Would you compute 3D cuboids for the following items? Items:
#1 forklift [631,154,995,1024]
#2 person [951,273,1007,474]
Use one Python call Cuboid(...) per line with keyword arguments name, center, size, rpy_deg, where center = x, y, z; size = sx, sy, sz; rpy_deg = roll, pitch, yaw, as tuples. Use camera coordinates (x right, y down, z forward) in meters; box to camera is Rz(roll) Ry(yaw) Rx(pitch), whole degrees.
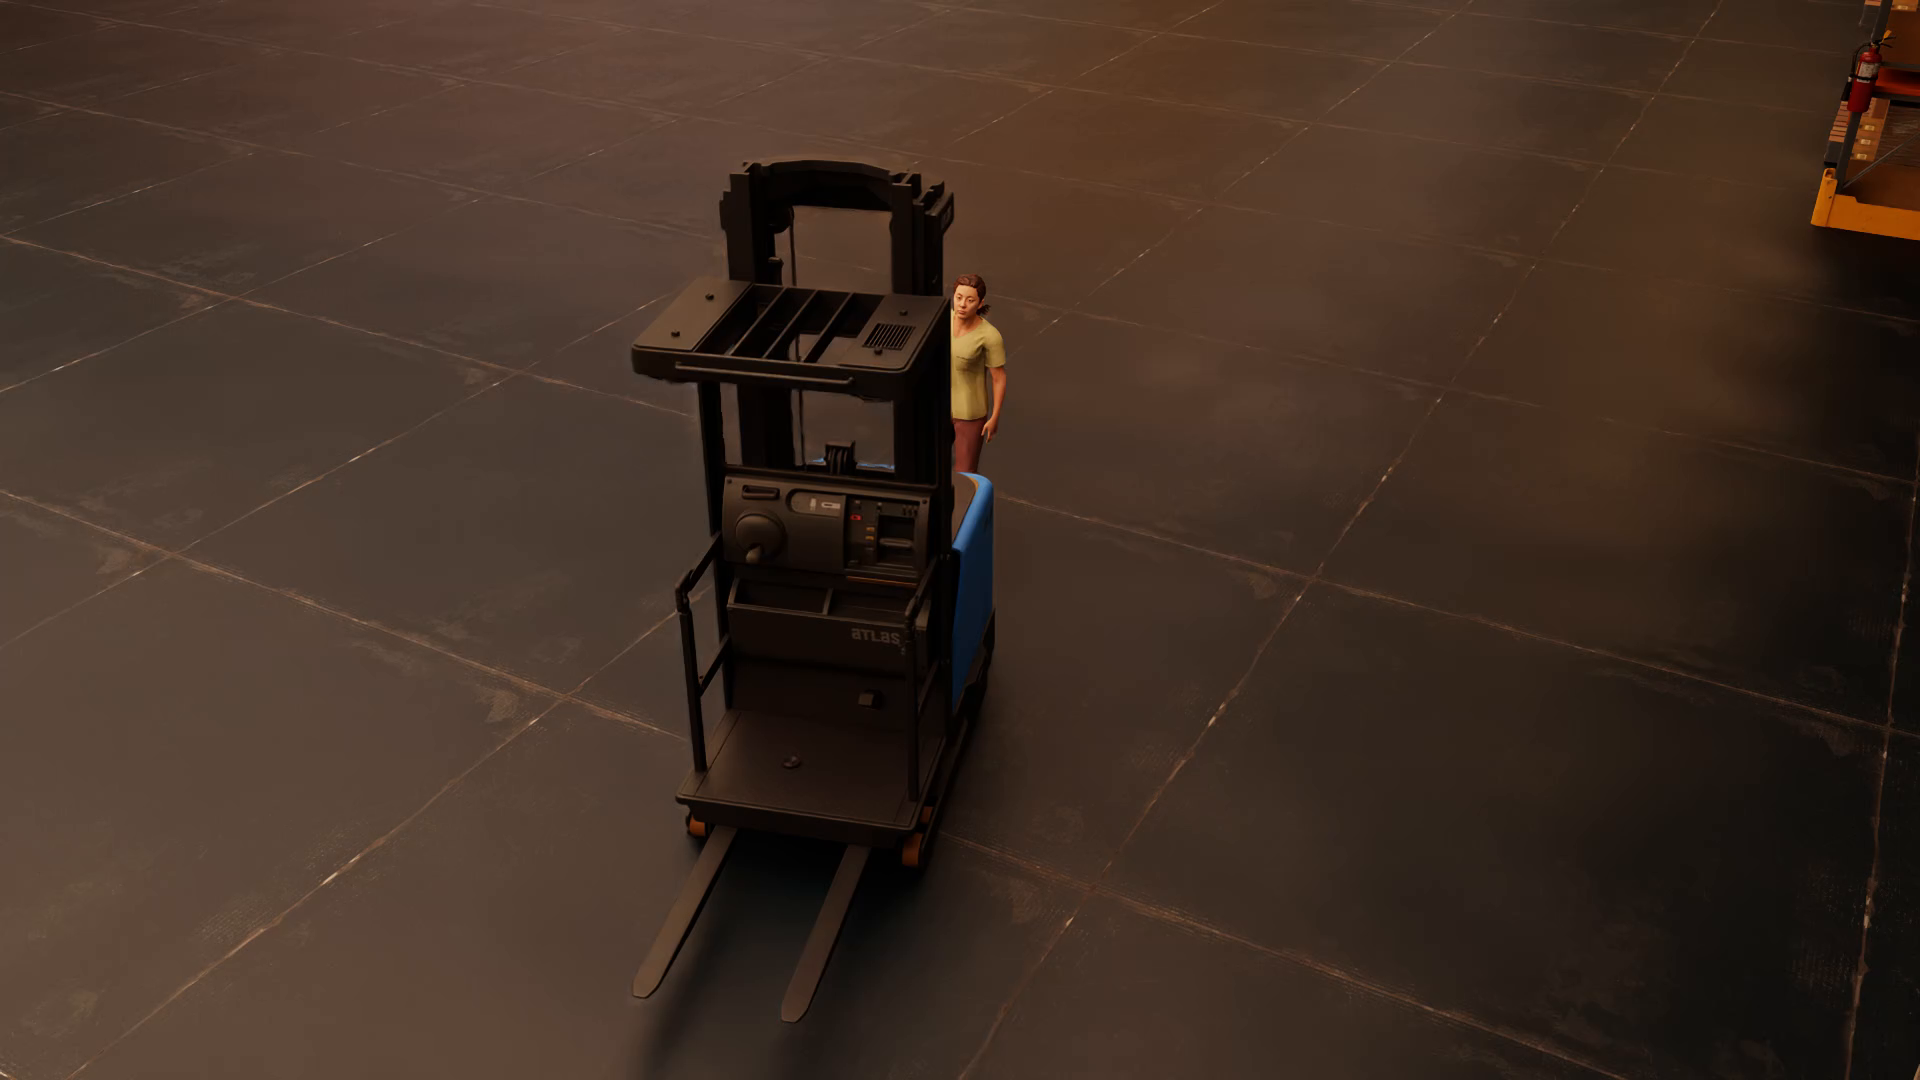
Cuboid(name="forklift", center=(-0.630, -0.004, 7.078), size=(1.130, 2.935, 3.031), rpy_deg=(6, 31, 11))
Cuboid(name="person", center=(-0.046, -0.702, 9.529), size=(0.554, 1.673, 0.548), rpy_deg=(15, 33, 25))
